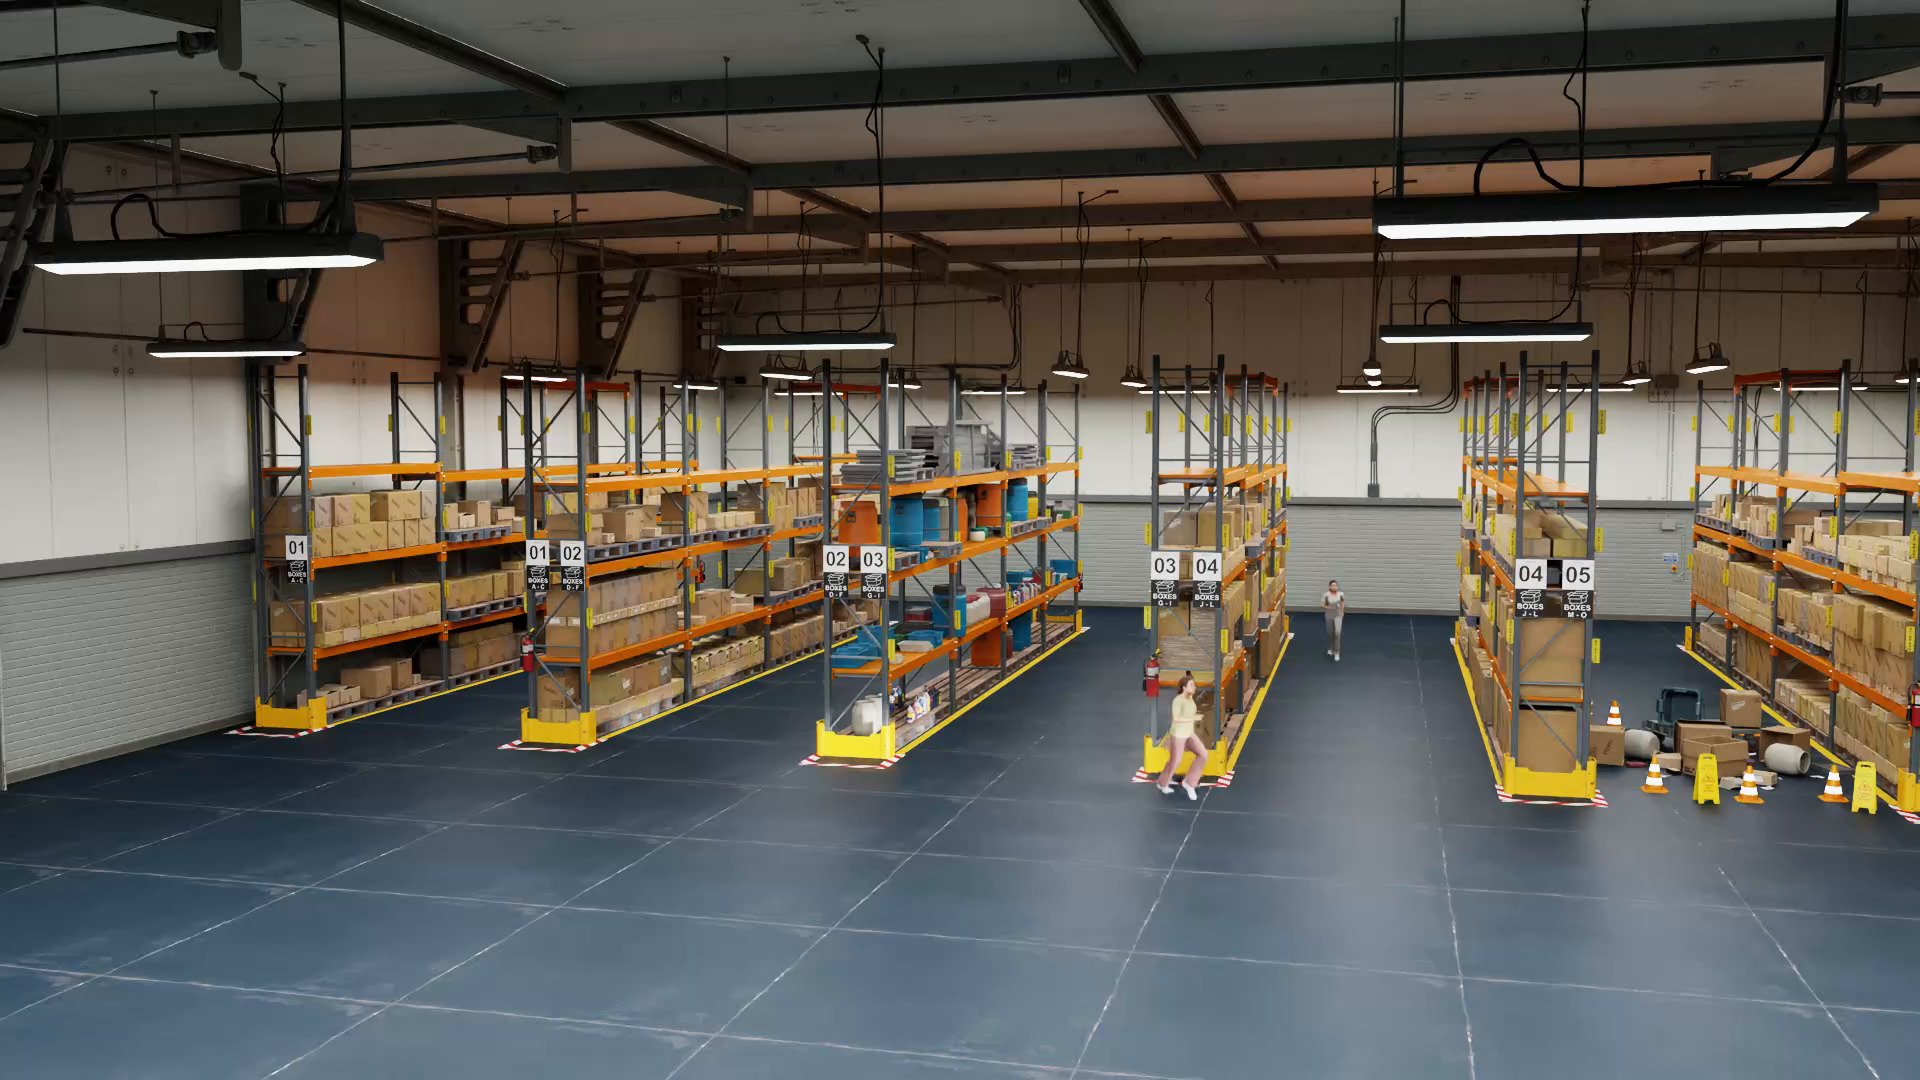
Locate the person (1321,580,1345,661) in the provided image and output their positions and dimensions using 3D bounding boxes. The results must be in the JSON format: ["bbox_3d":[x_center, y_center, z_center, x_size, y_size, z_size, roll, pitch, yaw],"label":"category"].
[{"bbox_3d":[8.002,1.699,35.699,0.518,1.696,0.887,1,4,12],"label":"person"}]

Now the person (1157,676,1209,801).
[{"bbox_3d":[2.956,2.635,22.250,0.793,1.668,0.602,3,5,41],"label":"person"}]
